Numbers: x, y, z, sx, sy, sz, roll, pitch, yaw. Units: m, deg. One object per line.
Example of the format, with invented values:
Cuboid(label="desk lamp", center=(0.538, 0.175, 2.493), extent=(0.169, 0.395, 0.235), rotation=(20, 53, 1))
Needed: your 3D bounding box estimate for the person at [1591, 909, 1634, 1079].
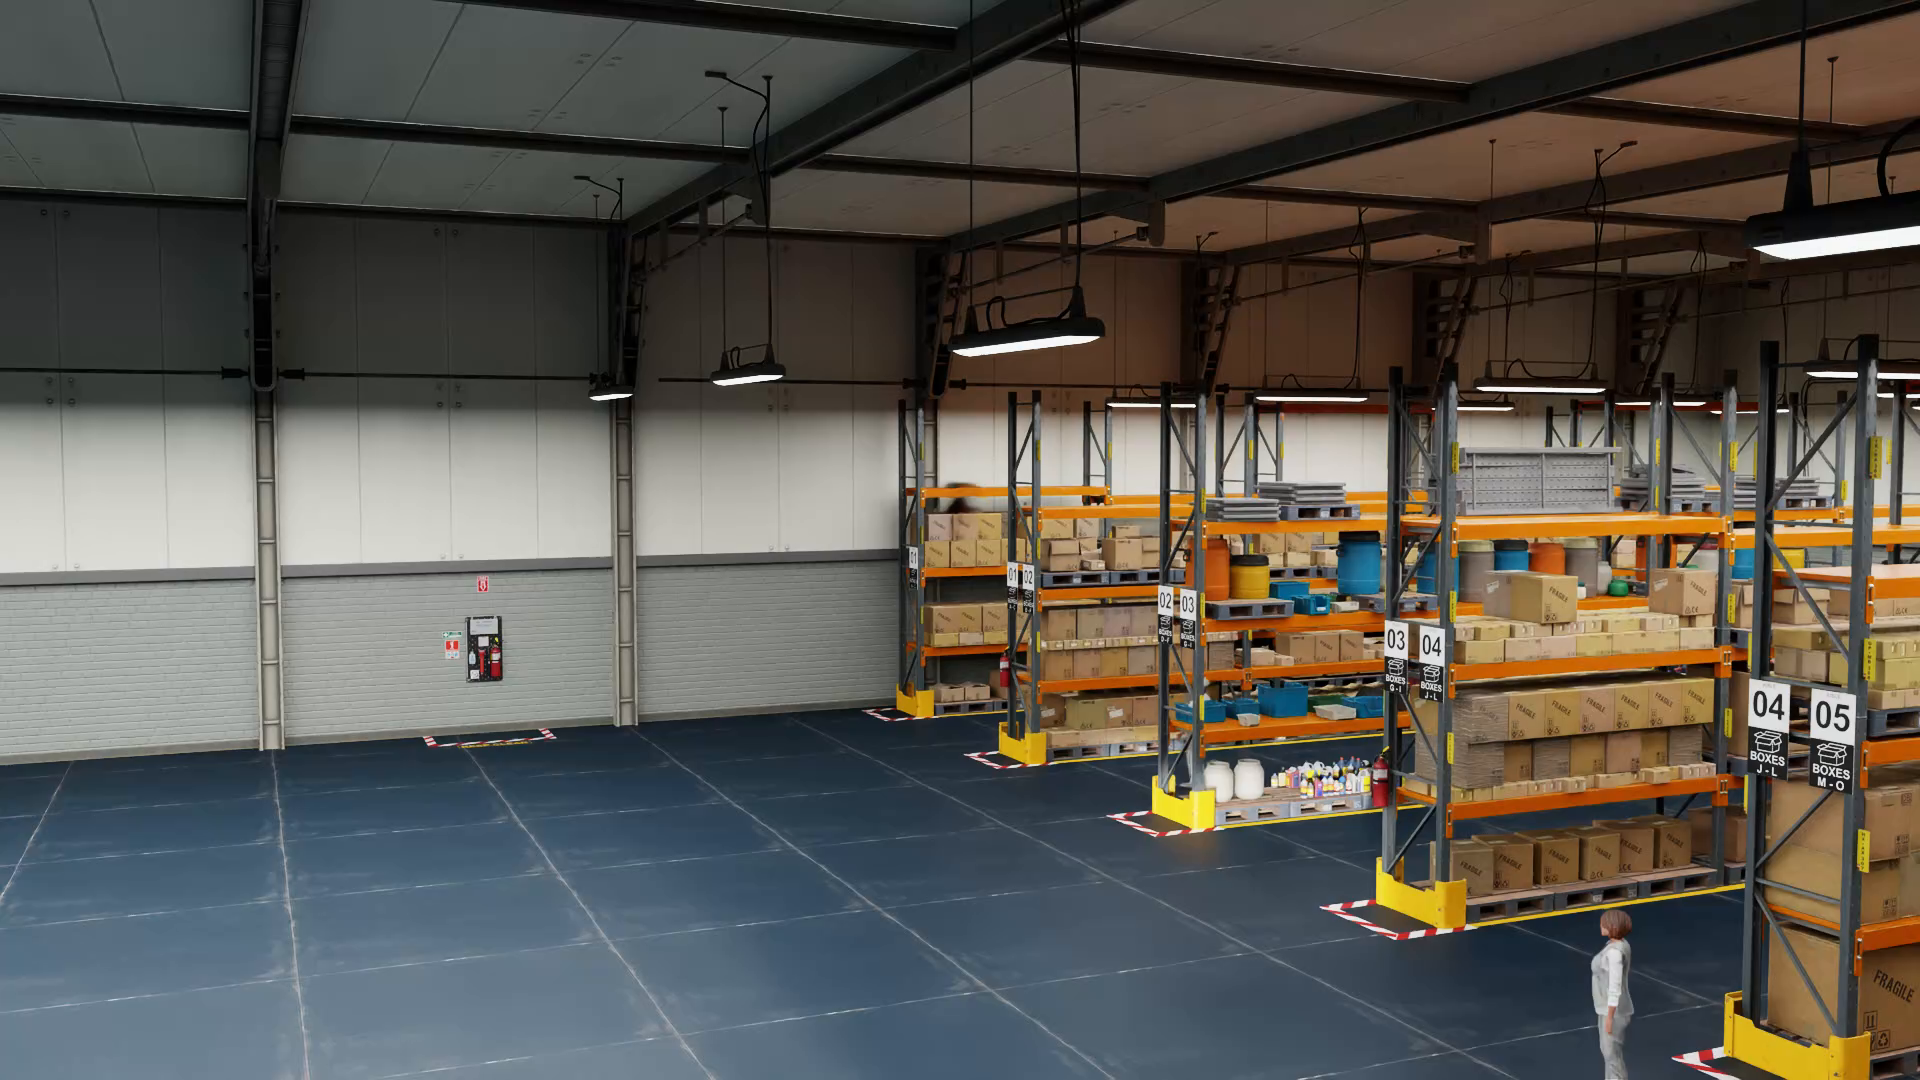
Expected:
Cuboid(label="person", center=(4.973, 3.611, 12.706), extent=(0.326, 1.607, 0.450), rotation=(1, 3, 15))

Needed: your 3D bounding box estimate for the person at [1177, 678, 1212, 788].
Cuboid(label="person", center=(3.524, 2.899, 24.916), extent=(0.470, 1.742, 0.517), rotation=(2, 4, 25))
